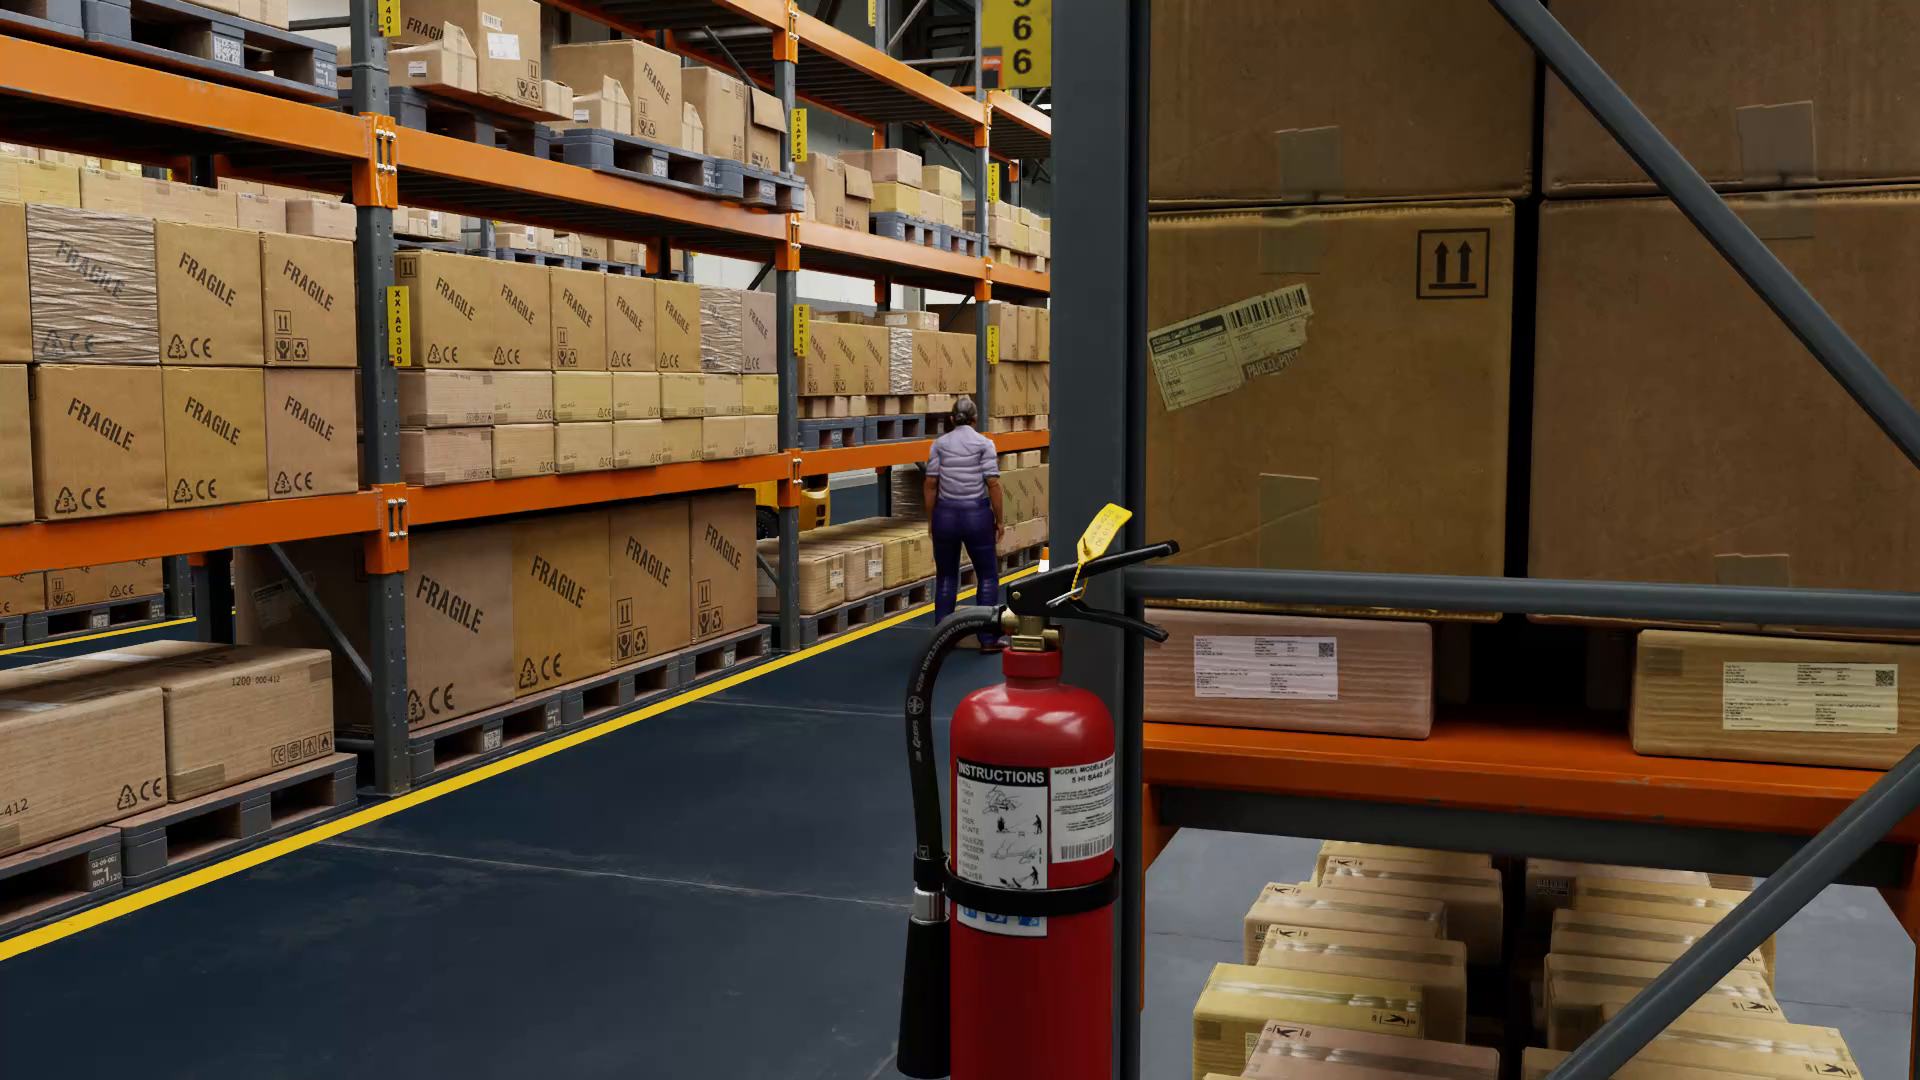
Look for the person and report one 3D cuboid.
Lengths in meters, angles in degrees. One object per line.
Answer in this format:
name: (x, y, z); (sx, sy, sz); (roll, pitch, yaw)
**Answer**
person: (0.037, -0.096, 10.815); (0.543, 1.652, 0.372); (2, 6, 16)
